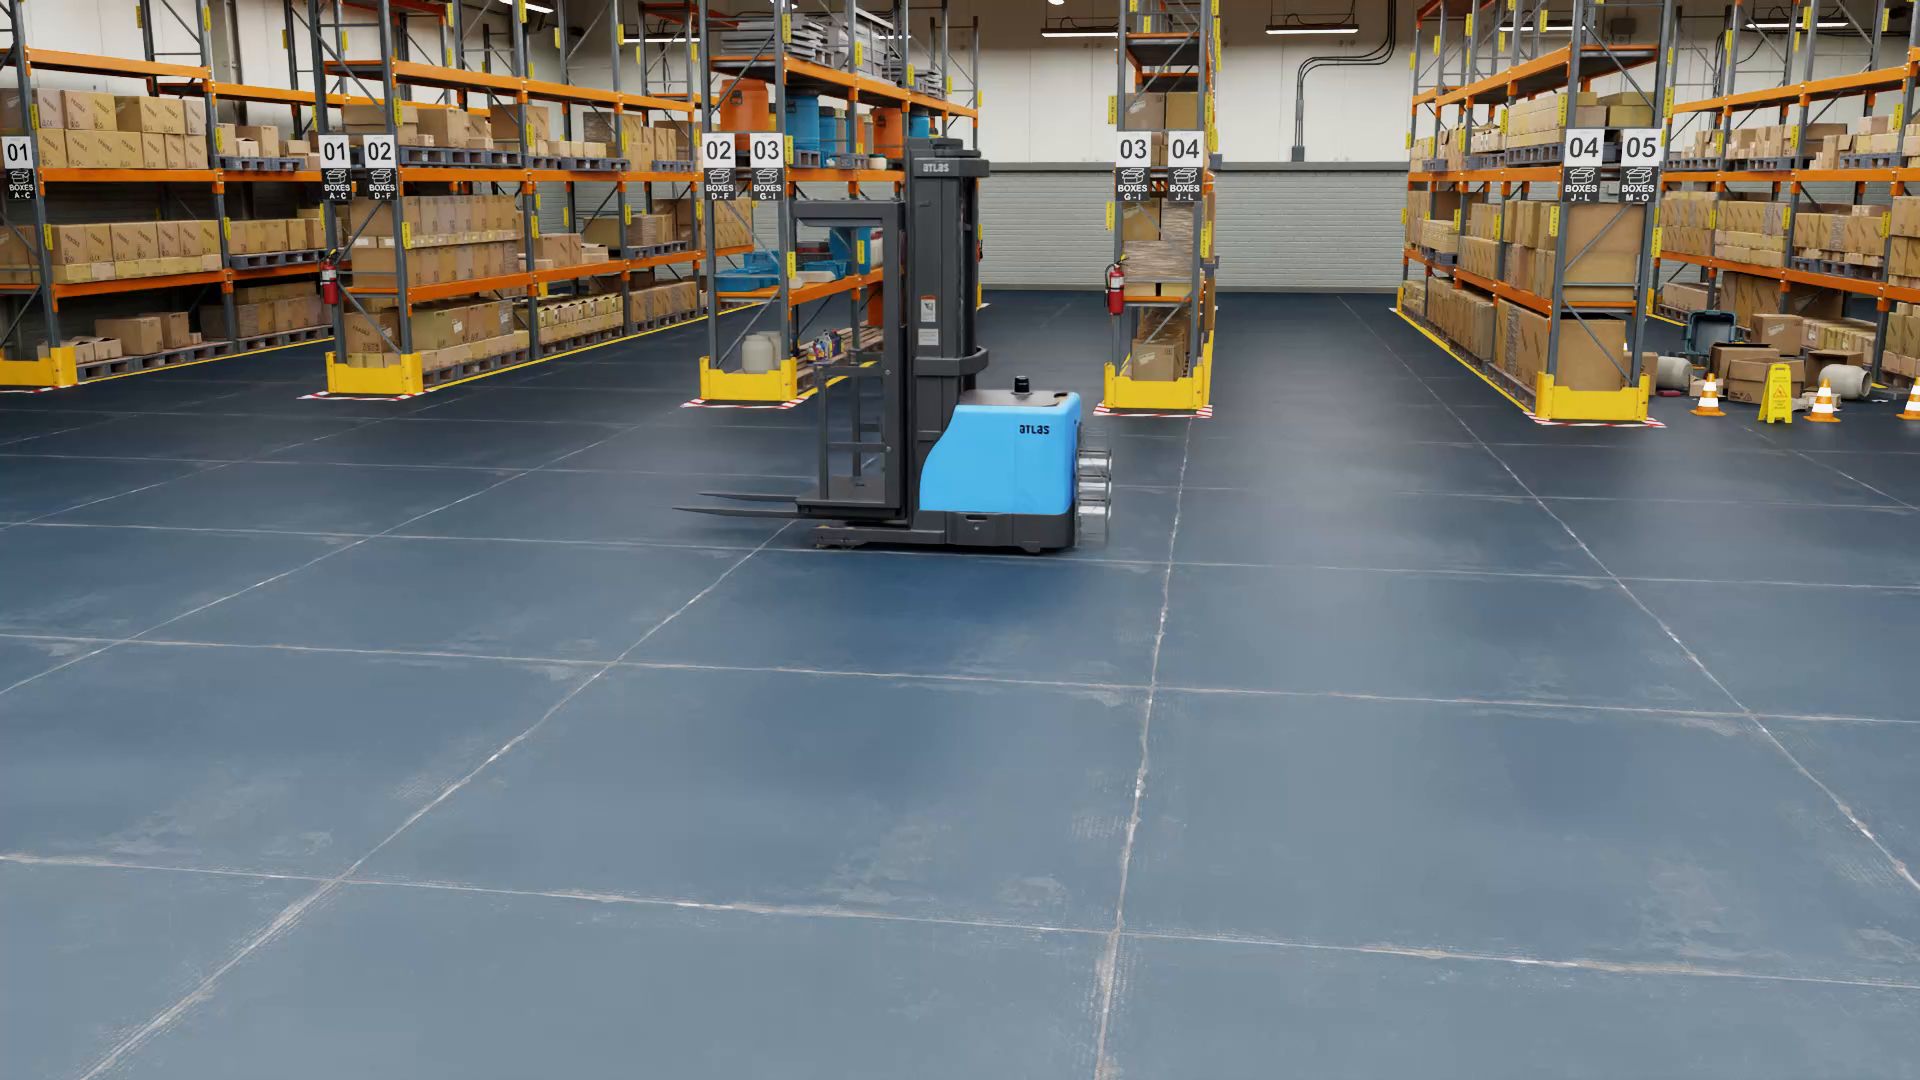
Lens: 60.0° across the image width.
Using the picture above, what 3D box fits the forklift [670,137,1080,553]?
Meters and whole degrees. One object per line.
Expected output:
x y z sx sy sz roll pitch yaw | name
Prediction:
-0.643 -1.469 12.354 3.031 2.935 1.130 2 12 10 | forklift

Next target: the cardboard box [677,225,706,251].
-5.287 -6.015 33.048 0.500 0.500 0.500 2 12 10 | cardboard box

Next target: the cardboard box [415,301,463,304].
-7.399 -3.137 23.680 0.500 0.500 0.500 2 12 9 | cardboard box

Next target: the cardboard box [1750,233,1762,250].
13.287 -4.888 27.223 0.500 0.250 0.500 2 12 7 | cardboard box

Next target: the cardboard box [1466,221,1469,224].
9.048 -5.485 29.011 0.380 0.149 0.250 2 12 8 | cardboard box

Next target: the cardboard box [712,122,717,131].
-5.310 -8.179 33.596 0.700 0.500 0.500 2 12 9 | cardboard box

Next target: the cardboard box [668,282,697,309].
-5.427 -4.750 32.305 0.500 0.500 0.500 2 12 8 | cardboard box

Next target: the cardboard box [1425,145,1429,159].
8.950 -7.215 30.903 0.500 0.250 0.500 1 12 6 | cardboard box

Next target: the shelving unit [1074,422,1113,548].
0.980 -0.404 12.230 0.258 0.900 0.210 2 12 9 | shelving unit

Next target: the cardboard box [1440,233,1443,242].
8.127 -4.989 27.416 0.380 0.149 0.250 2 12 10 | cardboard box

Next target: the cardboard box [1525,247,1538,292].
7.519 -3.359 20.604 0.875 0.550 0.500 2 12 9 | cardboard box

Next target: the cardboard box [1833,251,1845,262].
12.800 -4.080 23.903 0.380 0.149 0.250 2 12 10 | cardboard box

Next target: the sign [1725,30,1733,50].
13.401 -8.716 28.984 0.100 0.325 0.005 2 12 9 | sign

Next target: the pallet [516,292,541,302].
-9.960 -5.329 36.722 1.003 0.211 1.213 2 12 9 | pallet

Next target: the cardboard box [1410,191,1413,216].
9.251 -6.691 33.105 0.500 0.500 0.500 2 12 10 | cardboard box

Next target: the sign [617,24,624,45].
-5.701 -8.486 27.917 0.100 0.325 0.005 2 12 9 | sign

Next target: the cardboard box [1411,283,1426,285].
9.192 -5.039 33.113 0.380 0.149 0.250 1 12 6 | cardboard box

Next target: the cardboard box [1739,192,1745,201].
14.274 -6.192 29.956 0.380 0.149 0.250 2 12 9 | cardboard box

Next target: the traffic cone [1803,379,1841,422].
9.742 -1.585 18.748 0.336 0.463 0.334 2 12 9 | traffic cone

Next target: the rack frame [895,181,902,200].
-0.741 -5.708 31.859 1.000 3.000 0.127 2 12 9 | rack frame

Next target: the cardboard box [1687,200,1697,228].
13.900 -6.083 30.988 0.500 0.500 0.500 2 12 9 | cardboard box

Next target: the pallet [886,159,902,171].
-1.142 -6.405 28.423 1.003 0.211 1.213 2 12 9 | pallet

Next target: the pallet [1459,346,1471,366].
8.038 -2.755 24.776 1.003 0.211 1.213 2 12 9 | pallet

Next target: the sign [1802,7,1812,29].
12.781 -7.878 25.094 0.100 0.325 0.005 2 12 9 | sign

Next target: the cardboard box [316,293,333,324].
-11.204 -4.038 28.998 0.700 0.500 0.500 2 12 9 | cardboard box

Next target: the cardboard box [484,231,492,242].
-6.853 -4.295 23.524 0.380 0.149 0.250 2 12 8 | cardboard box

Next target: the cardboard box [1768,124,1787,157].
13.295 -6.326 26.375 0.700 0.500 0.500 1 12 6 | cardboard box

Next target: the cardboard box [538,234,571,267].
-6.573 -4.626 26.601 0.500 0.500 0.500 2 12 9 | cardboard box

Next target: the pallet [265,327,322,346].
-11.457 -3.417 27.849 1.003 0.211 1.213 2 12 9 | pallet

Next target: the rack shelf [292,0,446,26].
-10.837 -9.818 30.510 1.077 0.370 4.000 2 12 9 | rack shelf

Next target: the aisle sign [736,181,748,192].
-4.706 -7.977 36.217 0.394 0.787 0.004 2 12 9 | aisle sign

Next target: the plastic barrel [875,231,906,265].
-1.128 -4.835 27.487 0.600 0.536 0.708 2 12 9 | plastic barrel

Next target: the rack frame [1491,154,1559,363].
7.808 -3.700 22.544 1.000 3.000 0.127 2 12 9 | rack frame

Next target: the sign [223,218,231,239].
-11.223 -4.771 25.456 0.100 0.325 0.005 2 12 9 | sign

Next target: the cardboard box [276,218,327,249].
-11.267 -5.245 28.428 0.700 0.500 0.500 1 12 3 | cardboard box

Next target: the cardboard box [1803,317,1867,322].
13.233 -3.197 25.449 0.950 0.372 0.625 1 12 5 | cardboard box

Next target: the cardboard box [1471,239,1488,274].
7.856 -4.183 24.544 0.500 0.500 0.500 2 12 8 | cardboard box

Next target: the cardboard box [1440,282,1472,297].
8.430 -4.245 28.225 0.500 0.250 0.500 2 12 10 | cardboard box

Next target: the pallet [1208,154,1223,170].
3.123 -5.382 23.671 1.213 0.211 1.003 2 12 9 | pallet

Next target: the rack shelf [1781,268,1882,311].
13.023 -3.626 23.905 1.077 0.370 4.000 2 12 9 | rack shelf

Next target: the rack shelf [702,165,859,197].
-2.279 -4.741 21.960 1.077 0.370 4.000 2 12 9 | rack shelf

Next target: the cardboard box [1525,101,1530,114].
7.222 -5.358 20.585 0.380 0.149 0.250 2 12 9 | cardboard box

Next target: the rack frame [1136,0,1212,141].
2.923 -6.815 22.755 1.000 3.000 0.127 2 12 9 | rack frame

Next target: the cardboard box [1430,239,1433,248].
8.328 -5.109 28.680 0.380 0.149 0.250 2 12 8 | cardboard box

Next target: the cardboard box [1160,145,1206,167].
2.637 -4.534 19.649 0.500 0.250 0.500 2 12 10 | cardboard box

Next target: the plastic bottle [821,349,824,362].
-1.916 -2.537 22.744 0.097 0.201 0.097 0 12 0 | plastic bottle

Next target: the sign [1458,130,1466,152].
7.888 -6.270 26.120 0.100 0.325 0.005 2 12 9 | sign

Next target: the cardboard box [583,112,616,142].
-6.176 -7.131 28.732 0.500 0.500 0.500 2 12 9 | cardboard box

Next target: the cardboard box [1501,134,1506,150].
7.759 -5.500 22.895 0.500 0.250 0.500 2 12 9 | cardboard box

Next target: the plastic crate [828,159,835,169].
-1.818 -5.033 22.232 0.243 0.136 0.396 2 12 9 | plastic crate

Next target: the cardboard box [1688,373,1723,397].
9.364 -1.946 20.894 0.396 0.266 0.258 4 13 18 | cardboard box

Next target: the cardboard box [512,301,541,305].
-6.933 -3.645 26.486 0.500 0.311 0.500 2 12 8 | cardboard box

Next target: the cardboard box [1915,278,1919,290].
12.279 -3.222 20.921 0.380 0.149 0.250 2 12 10 | cardboard box

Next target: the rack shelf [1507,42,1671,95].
7.501 -5.670 20.098 1.077 0.370 4.000 2 12 9 | rack shelf

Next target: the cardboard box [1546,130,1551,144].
6.988 -4.651 19.199 0.380 0.149 0.250 2 12 9 | cardboard box
